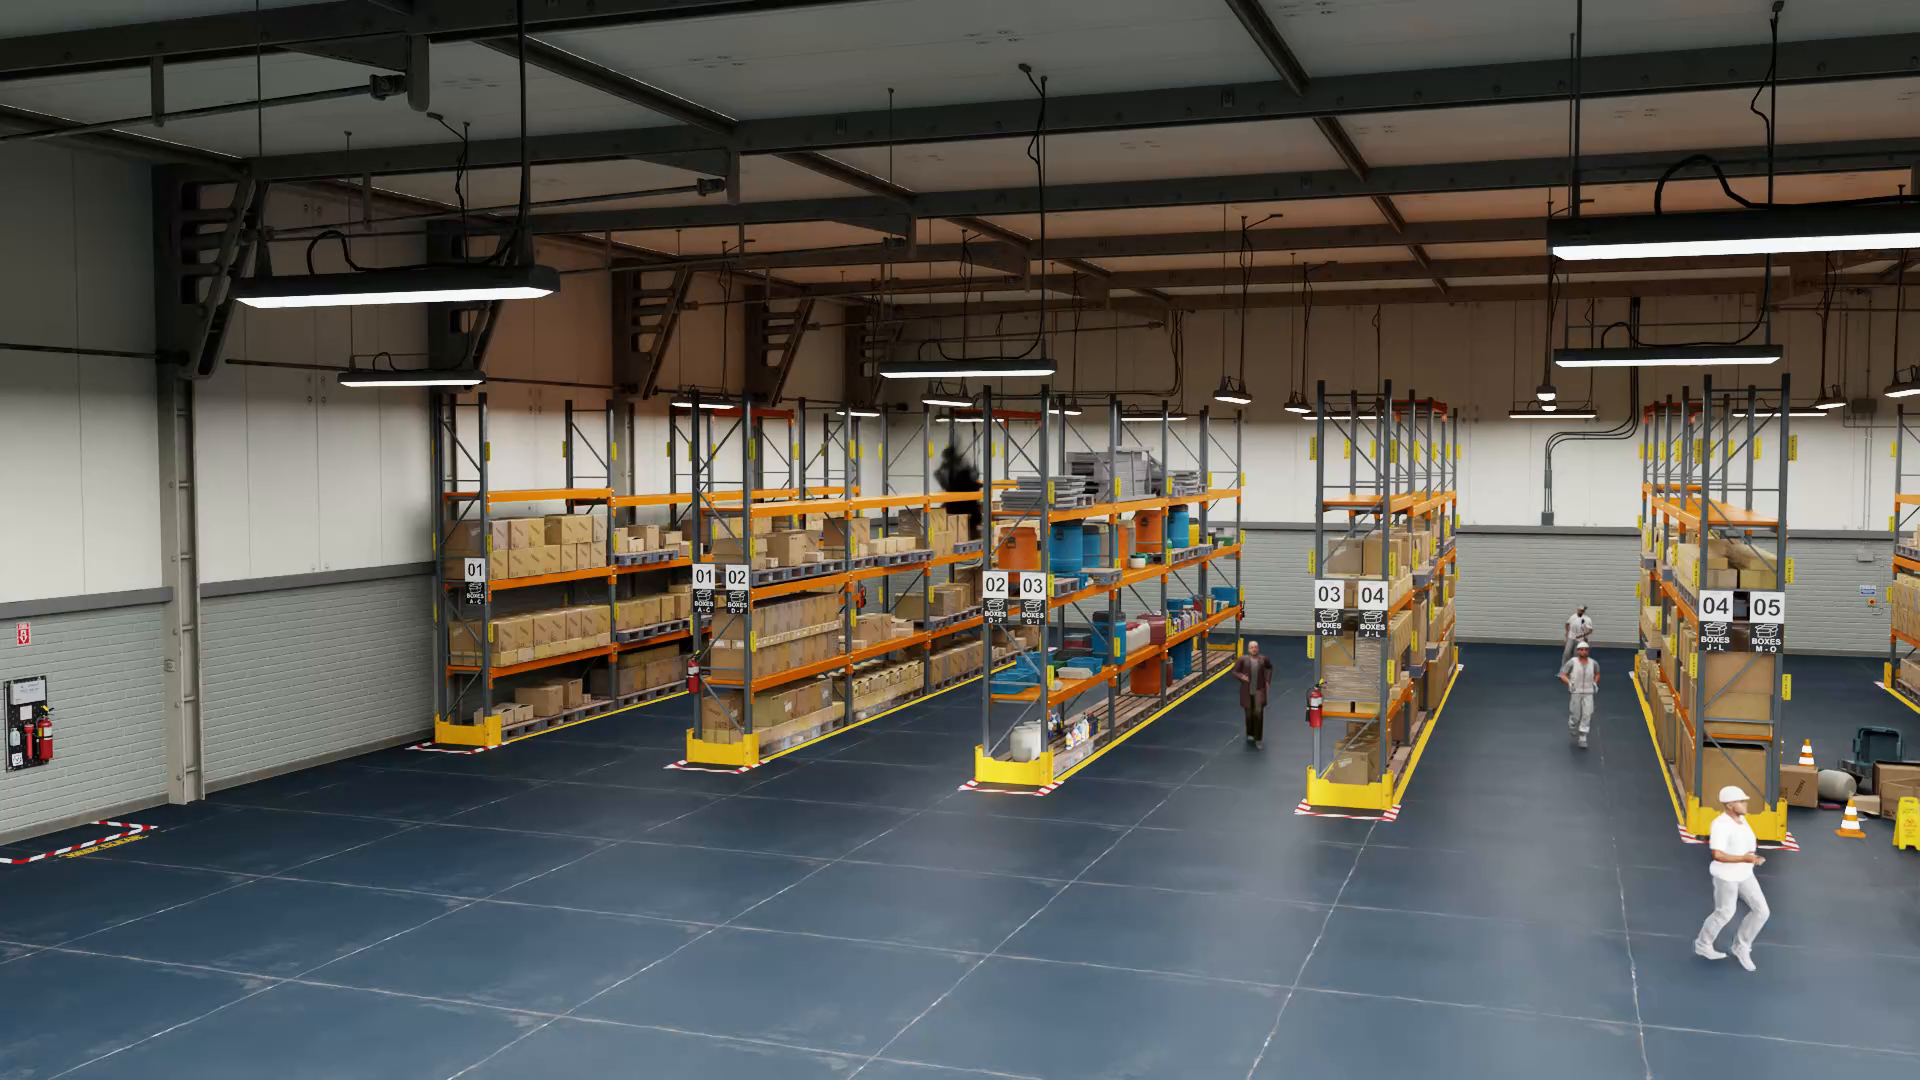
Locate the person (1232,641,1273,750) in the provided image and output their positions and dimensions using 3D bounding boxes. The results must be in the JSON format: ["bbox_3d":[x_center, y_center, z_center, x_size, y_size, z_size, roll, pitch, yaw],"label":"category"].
[{"bbox_3d":[4.949,2.627,28.190,0.684,1.844,0.848,1,3,11],"label":"person"}]

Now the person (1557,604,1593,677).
[{"bbox_3d":[13.763,2.221,37.092,0.679,1.627,0.848,2,4,32],"label":"person"}]

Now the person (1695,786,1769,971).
[{"bbox_3d":[7.478,3.274,16.059,0.671,1.806,0.730,-2,4,-35],"label":"person"}]

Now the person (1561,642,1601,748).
[{"bbox_3d":[10.552,2.606,28.223,0.667,1.763,0.860,0,3,8],"label":"person"}]
